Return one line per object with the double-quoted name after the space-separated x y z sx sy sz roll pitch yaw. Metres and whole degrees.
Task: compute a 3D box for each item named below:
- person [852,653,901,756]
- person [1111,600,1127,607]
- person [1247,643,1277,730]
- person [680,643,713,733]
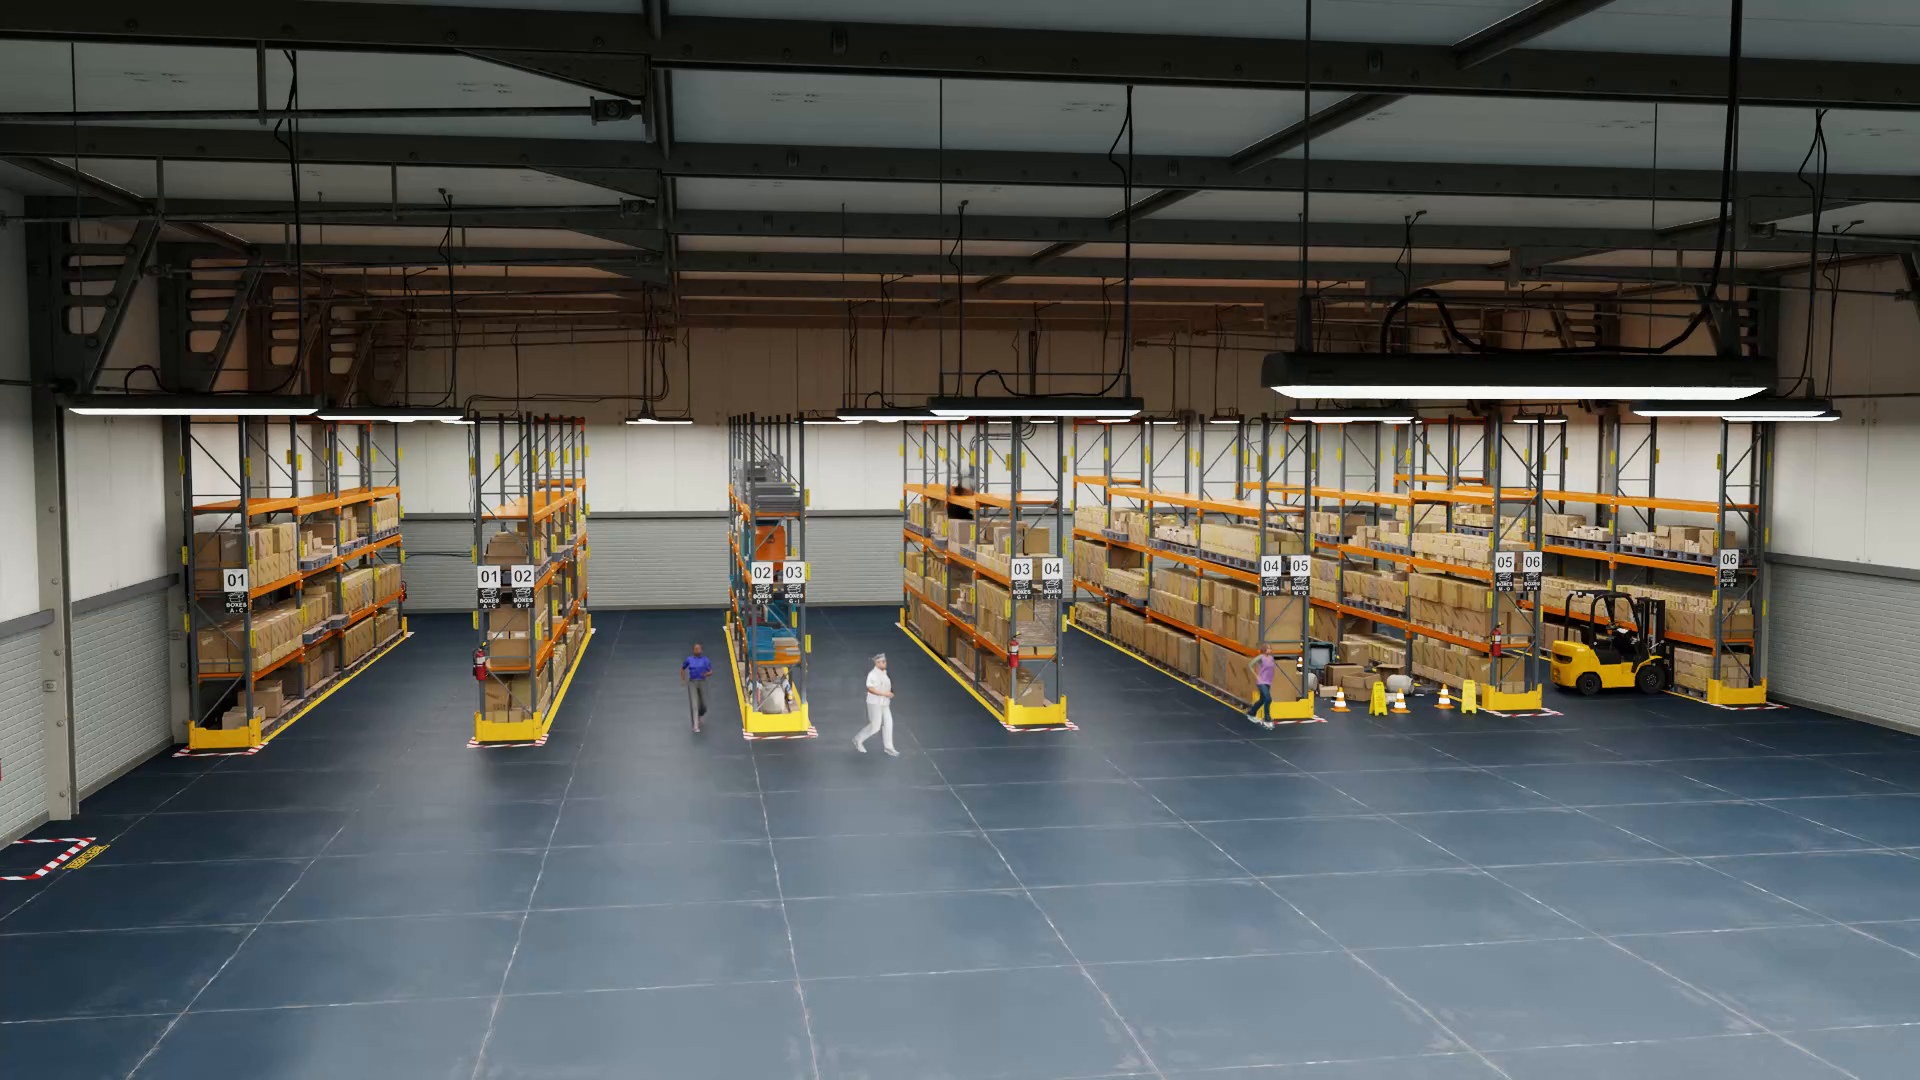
-1.446 2.866 29.028 0.866 1.804 0.686 2 4 22 "person"
4.674 1.526 49.895 0.651 1.603 0.848 -4 5 -45 "person"
5.773 2.772 31.718 0.548 1.636 0.685 -4 5 -44 "person"
-4.974 2.771 31.444 0.608 1.629 0.844 -1 4 -12 "person"
